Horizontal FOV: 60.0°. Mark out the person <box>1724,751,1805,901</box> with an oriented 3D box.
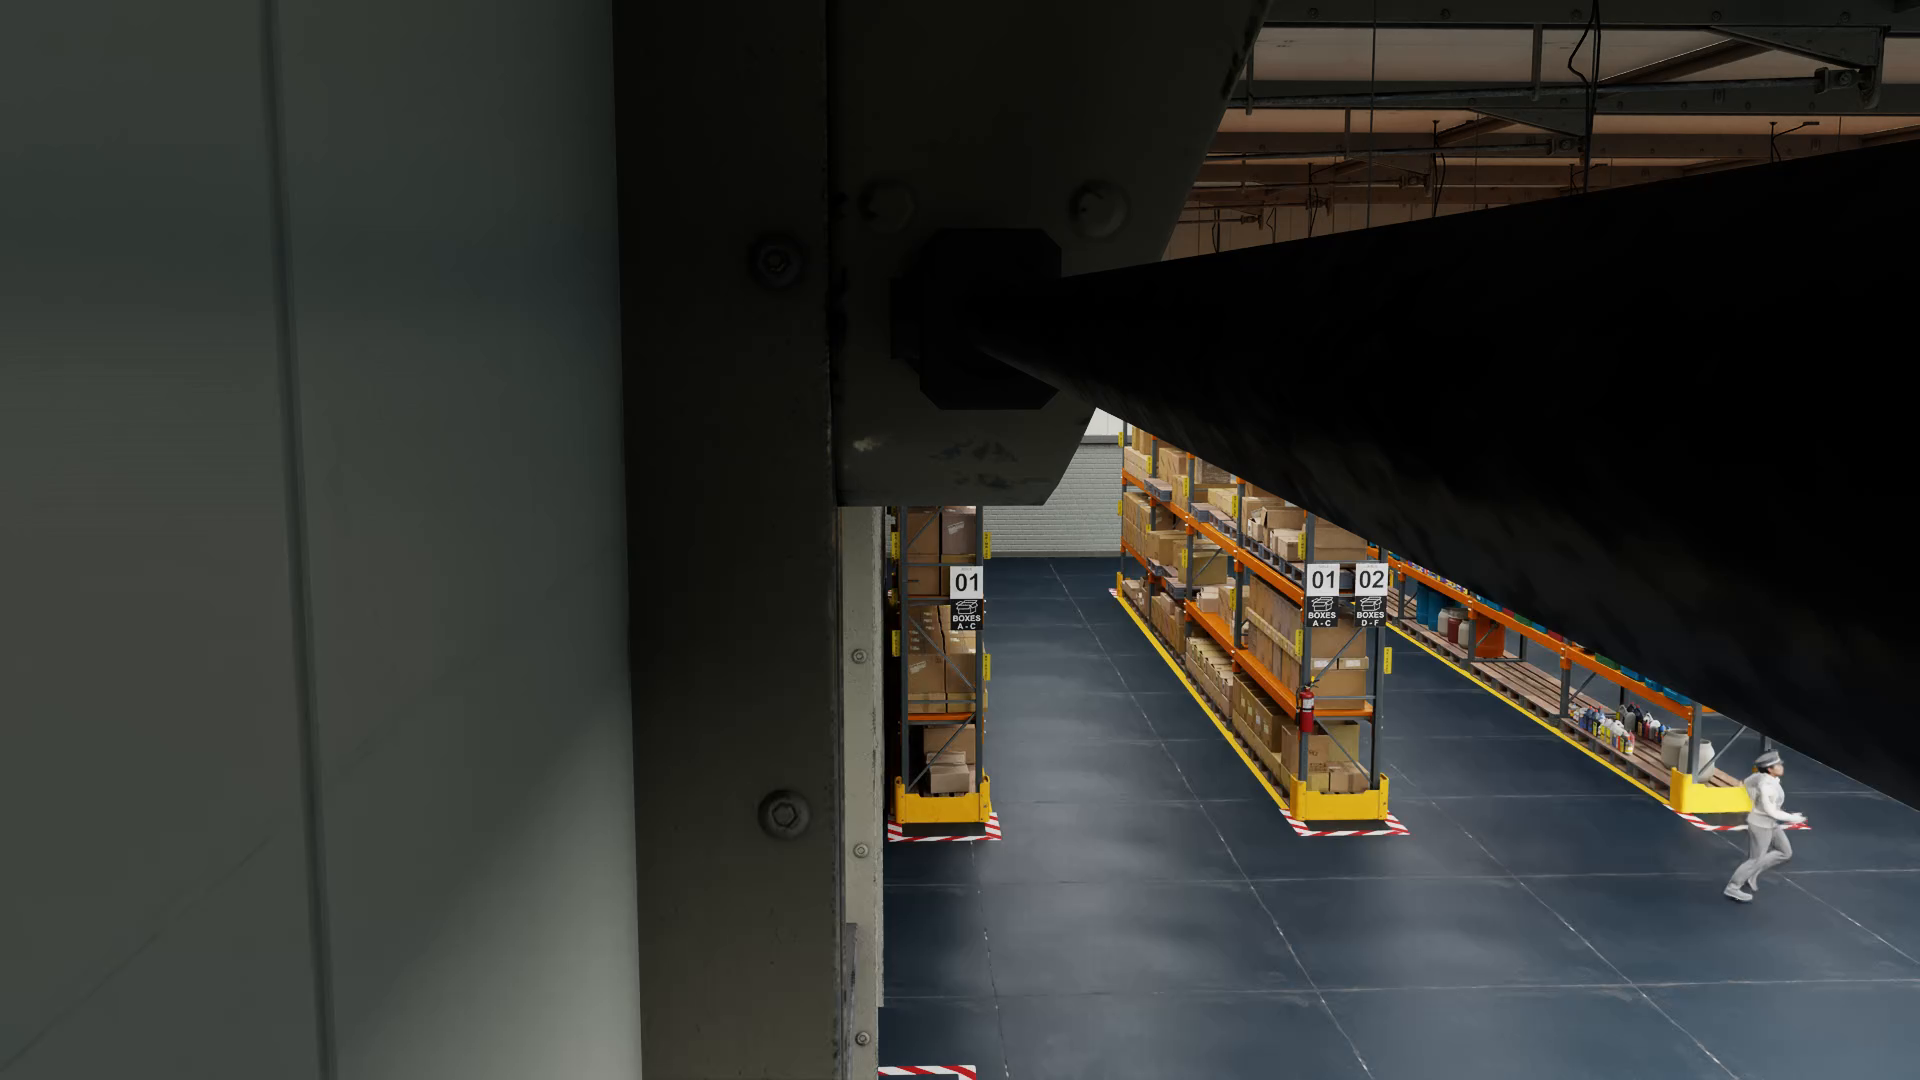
[{"bbox_3d":[8.586,3.030,17.707,0.729,1.651,0.634,4,9,27],"label":"person"}]
